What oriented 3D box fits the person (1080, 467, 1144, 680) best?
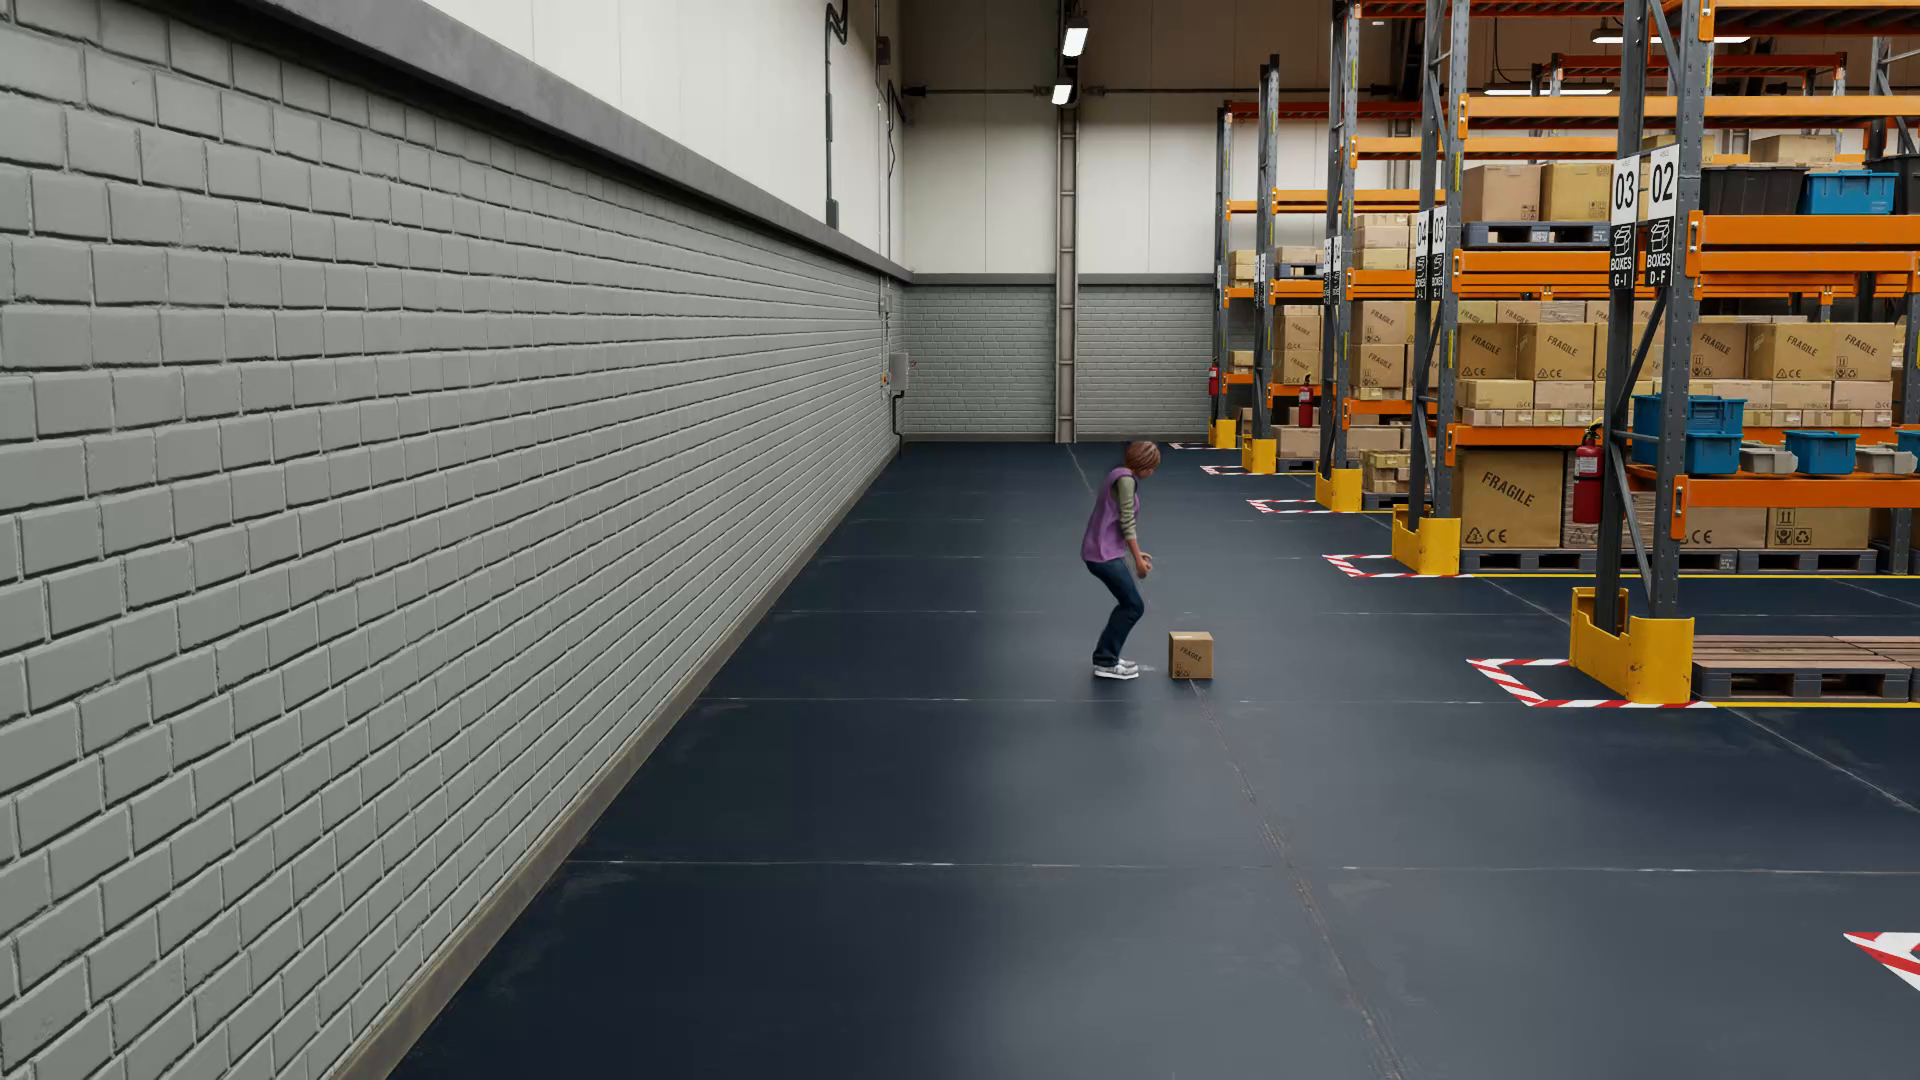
[{"bbox_3d":[2.285,-0.100,5.440,3.464,3.201,10.164,0,7,2],"label":"person"}]
